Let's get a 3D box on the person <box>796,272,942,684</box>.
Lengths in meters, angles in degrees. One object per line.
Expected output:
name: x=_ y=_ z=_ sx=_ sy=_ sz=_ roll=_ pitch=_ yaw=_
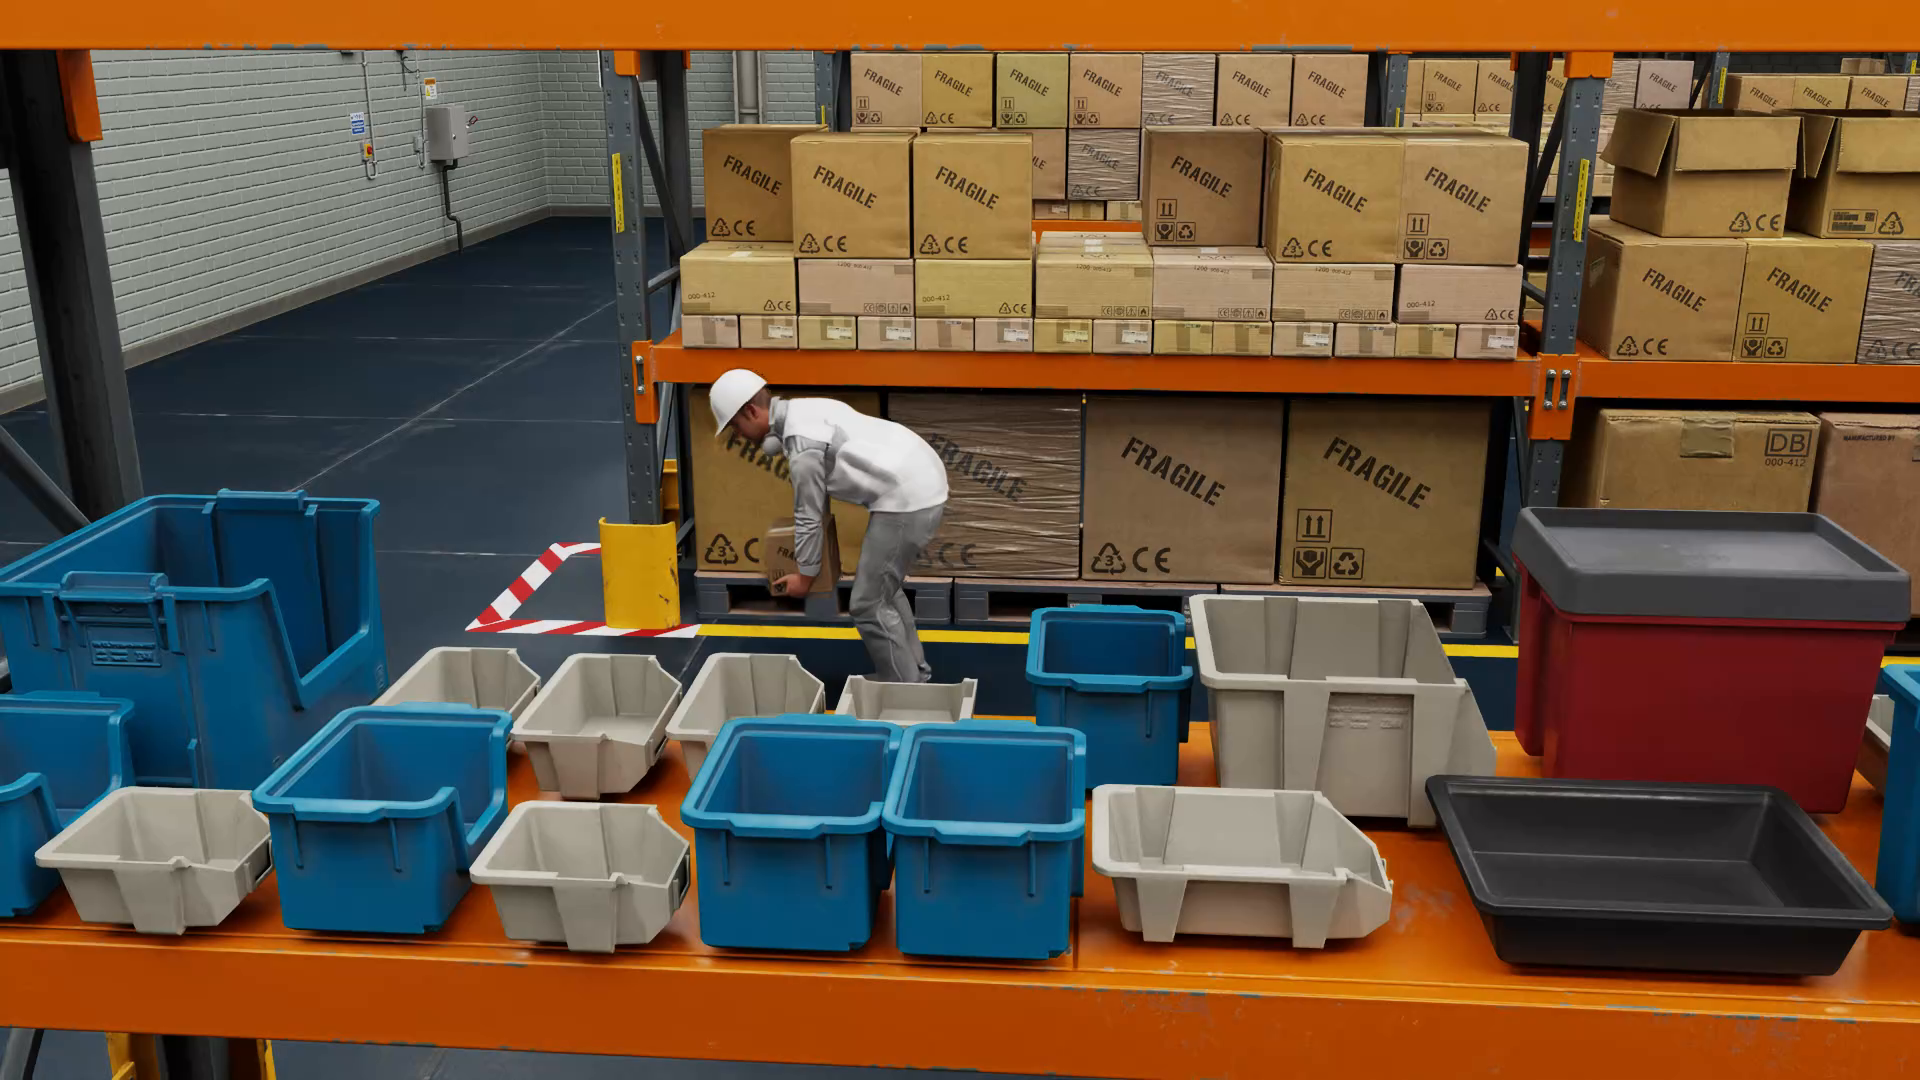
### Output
person: x=-0.352 y=-0.170 z=6.559 sx=0.555 sy=1.768 sz=0.495 roll=1 pitch=17 yaw=5
